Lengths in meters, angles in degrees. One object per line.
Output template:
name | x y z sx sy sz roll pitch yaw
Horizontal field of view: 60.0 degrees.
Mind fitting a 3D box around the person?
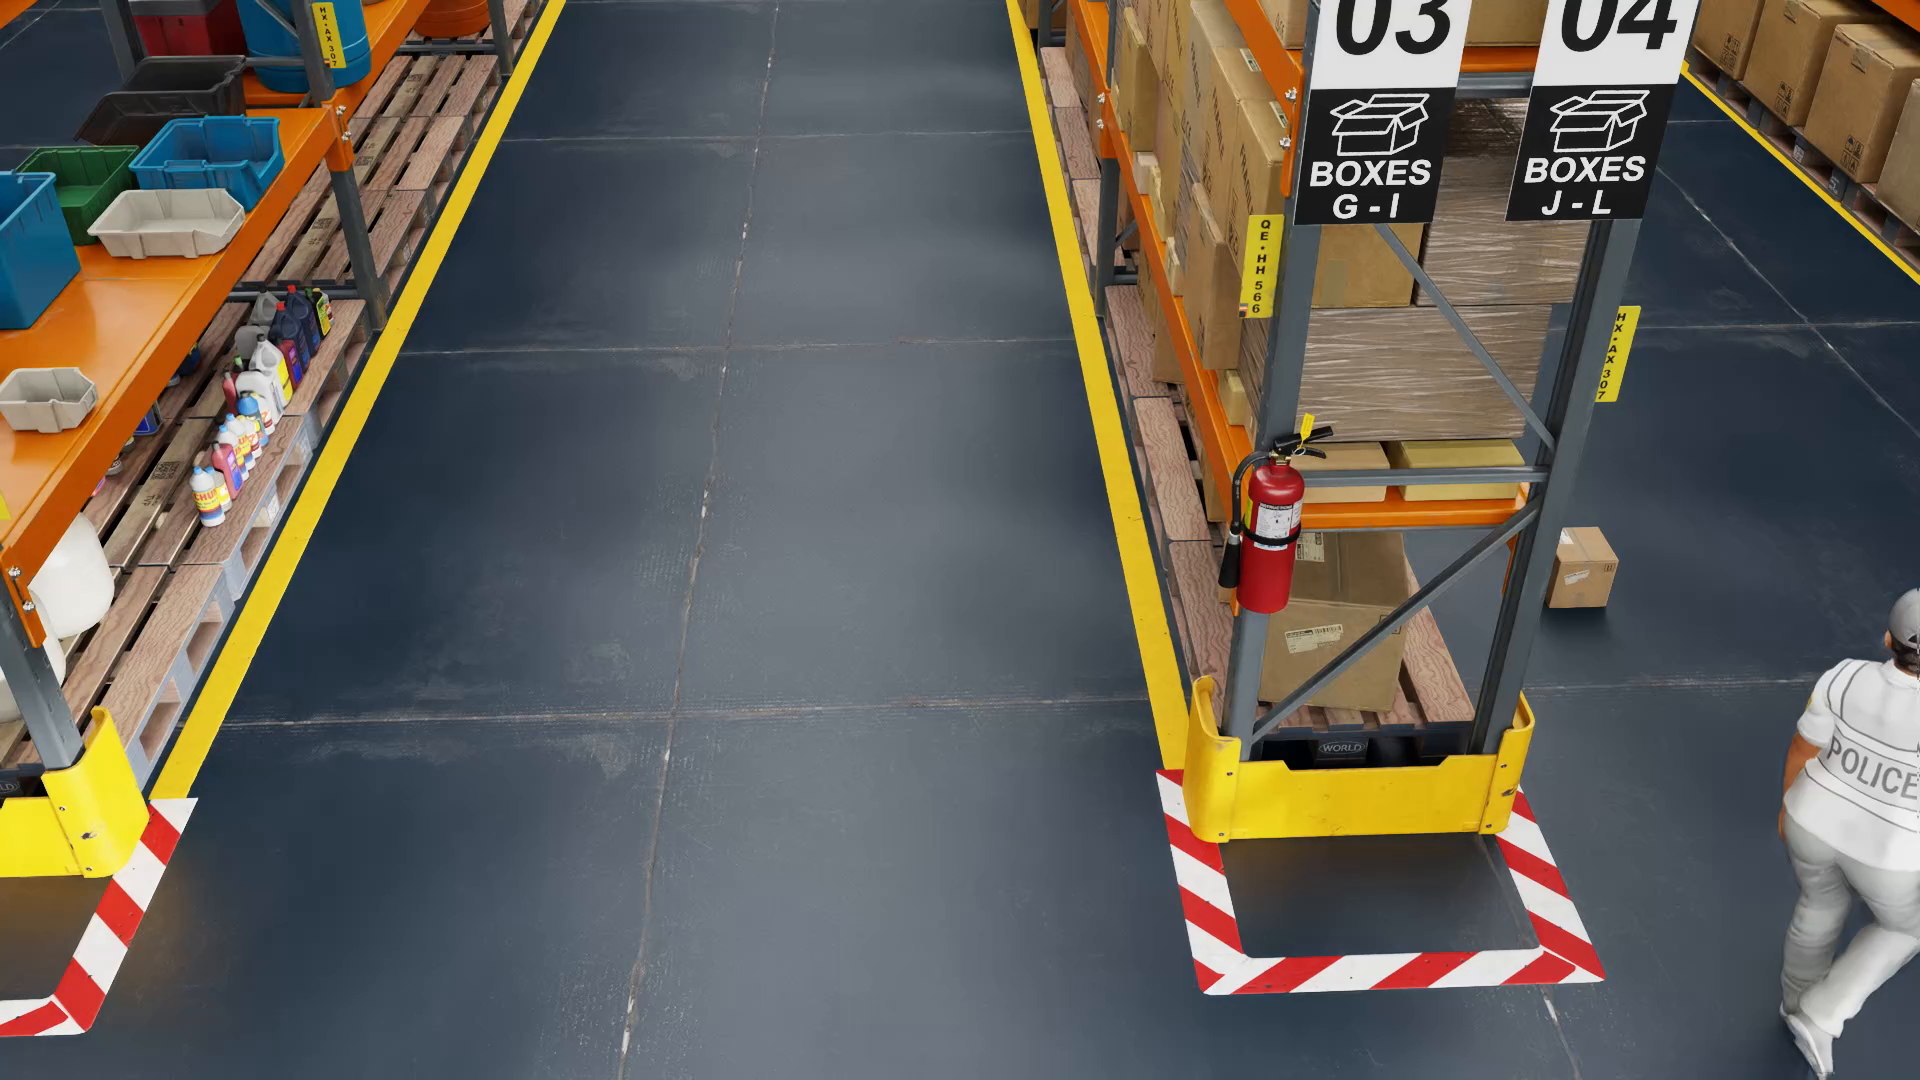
person | 2.654 0.874 4.894 0.575 1.641 0.539 -26 43 -32
